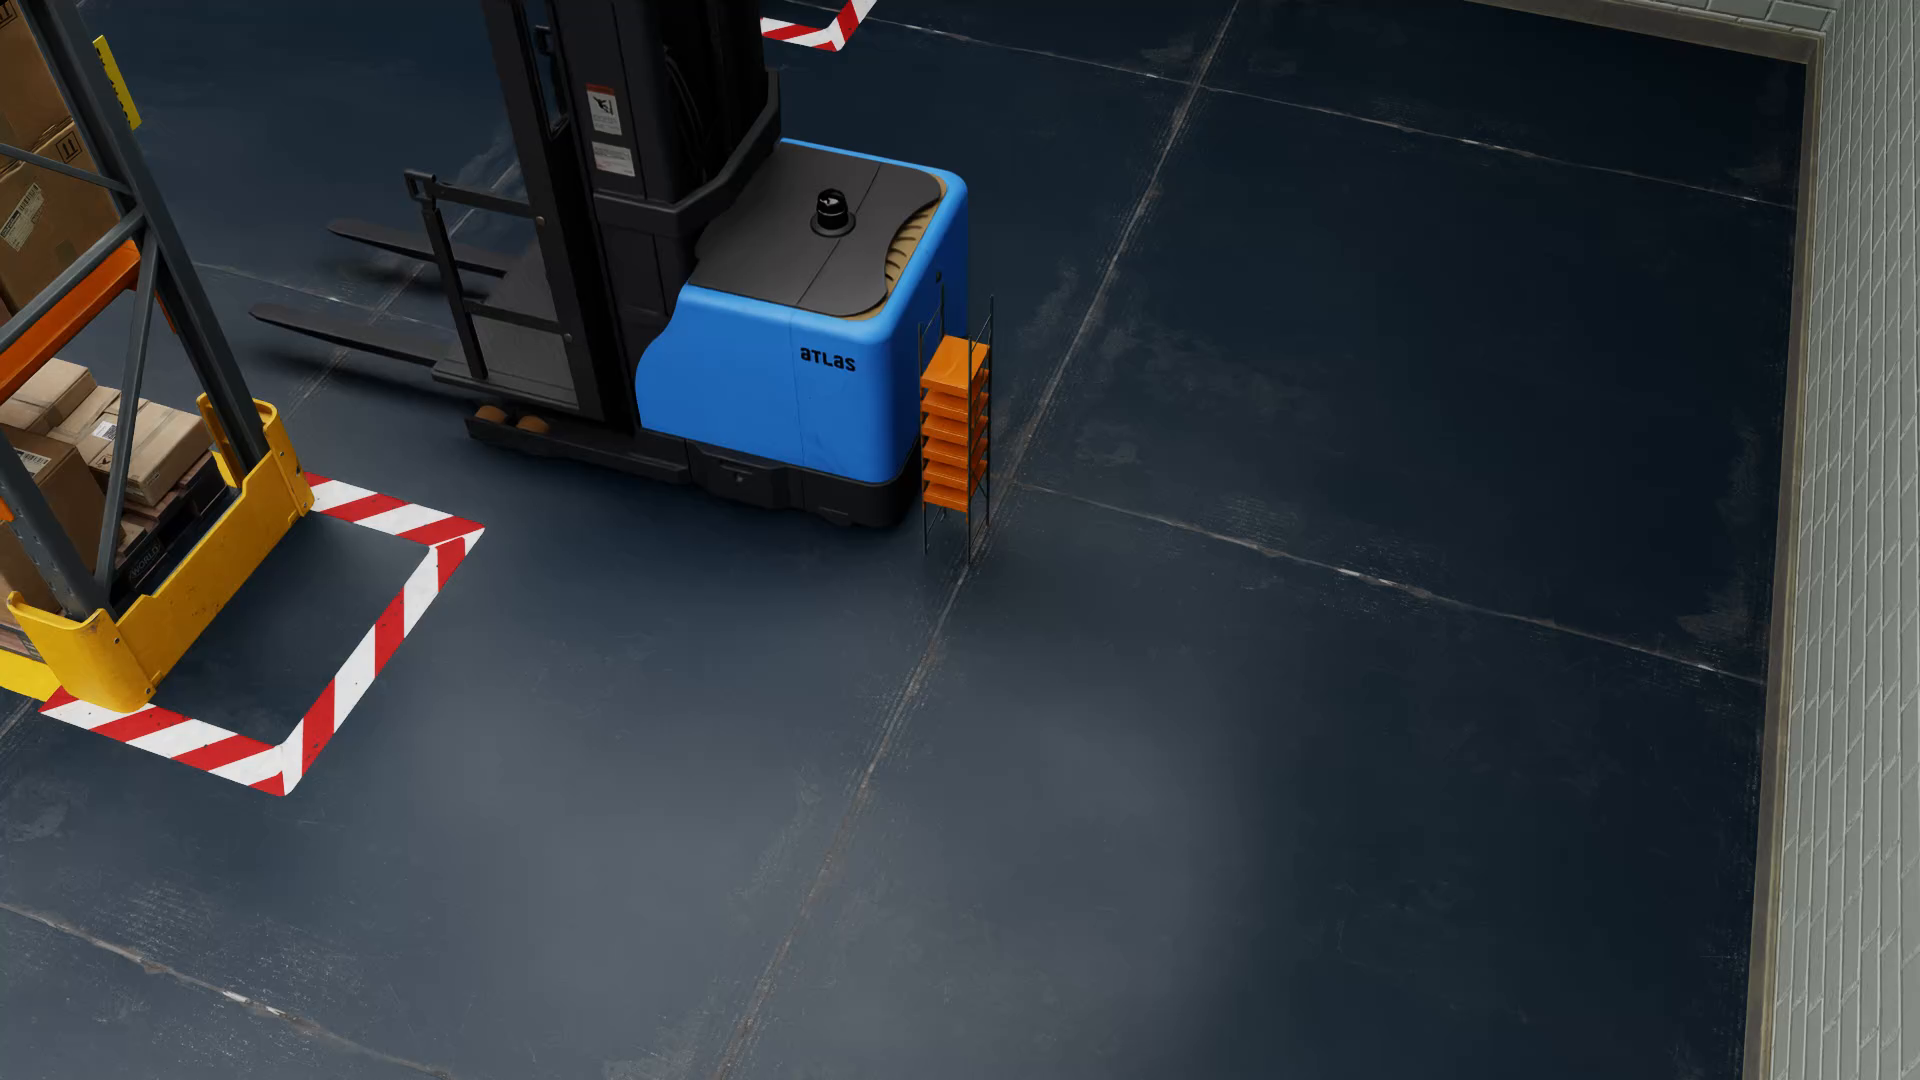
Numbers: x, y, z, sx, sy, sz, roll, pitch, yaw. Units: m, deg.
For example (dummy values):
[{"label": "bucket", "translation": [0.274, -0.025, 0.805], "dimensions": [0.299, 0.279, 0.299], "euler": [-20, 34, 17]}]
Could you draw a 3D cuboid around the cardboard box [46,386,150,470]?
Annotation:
[{"label": "cardboard box", "translation": [-3.402, -0.410, 6.570], "dimensions": [0.250, 0.166, 0.380], "euler": [16, 51, 13]}]

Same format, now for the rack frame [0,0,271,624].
[{"label": "rack frame", "translation": [-2.894, -0.775, 5.303], "dimensions": [0.127, 3.000, 1.000], "euler": [16, 51, 13]}]

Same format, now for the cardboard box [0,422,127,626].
[{"label": "cardboard box", "translation": [-3.490, -0.068, 6.054], "dimensions": [0.500, 0.500, 0.500], "euler": [16, 51, 13]}]

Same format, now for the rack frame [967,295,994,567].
[{"label": "rack frame", "translation": [0.072, -0.373, 6.146], "dimensions": [0.006, 1.200, 0.240], "euler": [16, 51, 13]}]

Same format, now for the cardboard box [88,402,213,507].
[{"label": "cardboard box", "translation": [-3.168, -0.338, 6.520], "dimensions": [0.250, 0.149, 0.380], "euler": [16, 51, 13]}]

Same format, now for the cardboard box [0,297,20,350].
[{"label": "cardboard box", "translation": [-3.409, -0.732, 5.200], "dimensions": [0.500, 0.500, 0.500], "euler": [17, 51, 14]}]

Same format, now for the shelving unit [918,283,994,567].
[{"label": "shelving unit", "translation": [-0.014, -0.397, 6.166], "dimensions": [0.189, 1.200, 0.258], "euler": [16, 51, 13]}]

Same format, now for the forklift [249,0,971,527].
[{"label": "forklift", "translation": [-1.530, -1.677, 6.131], "dimensions": [3.031, 2.935, 1.130], "euler": [14, 51, 12]}]

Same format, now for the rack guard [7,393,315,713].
[{"label": "rack guard", "translation": [-2.966, 0.024, 6.265], "dimensions": [0.348, 0.500, 1.175], "euler": [16, 51, 13]}]

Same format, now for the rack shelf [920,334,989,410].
[{"label": "rack shelf", "translation": [-0.014, -0.603, 5.928], "dimensions": [0.180, 0.103, 0.258], "euler": [16, 51, 13]}]

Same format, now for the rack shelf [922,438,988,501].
[{"label": "rack shelf", "translation": [-0.014, -0.289, 6.291], "dimensions": [0.180, 0.103, 0.258], "euler": [16, 51, 13]}]

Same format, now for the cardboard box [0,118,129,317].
[{"label": "cardboard box", "translation": [-3.219, -1.111, 5.528], "dimensions": [0.500, 0.500, 0.500], "euler": [17, 51, 14]}]

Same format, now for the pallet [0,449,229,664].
[{"label": "pallet", "translation": [-3.714, -0.089, 6.555], "dimensions": [1.213, 0.211, 1.003], "euler": [16, 51, 13]}]

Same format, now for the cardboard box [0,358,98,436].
[{"label": "cardboard box", "translation": [-3.775, -0.493, 6.587], "dimensions": [0.500, 0.250, 0.500], "euler": [16, 51, 13]}]

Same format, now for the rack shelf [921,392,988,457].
[{"label": "rack shelf", "translation": [-0.014, -0.446, 6.109], "dimensions": [0.180, 0.103, 0.258], "euler": [16, 51, 13]}]

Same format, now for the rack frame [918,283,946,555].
[{"label": "rack frame", "translation": [-0.099, -0.421, 6.187], "dimensions": [0.006, 1.200, 0.240], "euler": [16, 51, 13]}]

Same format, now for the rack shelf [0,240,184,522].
[{"label": "rack shelf", "translation": [-4.770, -1.063, 6.029], "dimensions": [4.000, 0.370, 1.077], "euler": [16, 51, 13]}]

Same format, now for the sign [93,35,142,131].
[{"label": "sign", "translation": [-2.706, -1.443, 5.309], "dimensions": [0.005, 0.325, 0.100], "euler": [16, 51, 13]}]

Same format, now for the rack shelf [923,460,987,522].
[{"label": "rack shelf", "translation": [-0.014, -0.210, 6.381], "dimensions": [0.180, 0.103, 0.258], "euler": [16, 51, 13]}]

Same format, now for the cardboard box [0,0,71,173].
[{"label": "cardboard box", "translation": [-3.219, -1.438, 5.150], "dimensions": [0.500, 0.500, 0.500], "euler": [17, 51, 14]}]

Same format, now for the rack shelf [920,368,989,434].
[{"label": "rack shelf", "translation": [-0.014, -0.525, 6.019], "dimensions": [0.180, 0.103, 0.258], "euler": [16, 51, 13]}]

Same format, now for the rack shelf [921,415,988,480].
[{"label": "rack shelf", "translation": [-0.014, -0.368, 6.200], "dimensions": [0.180, 0.103, 0.258], "euler": [16, 51, 13]}]
